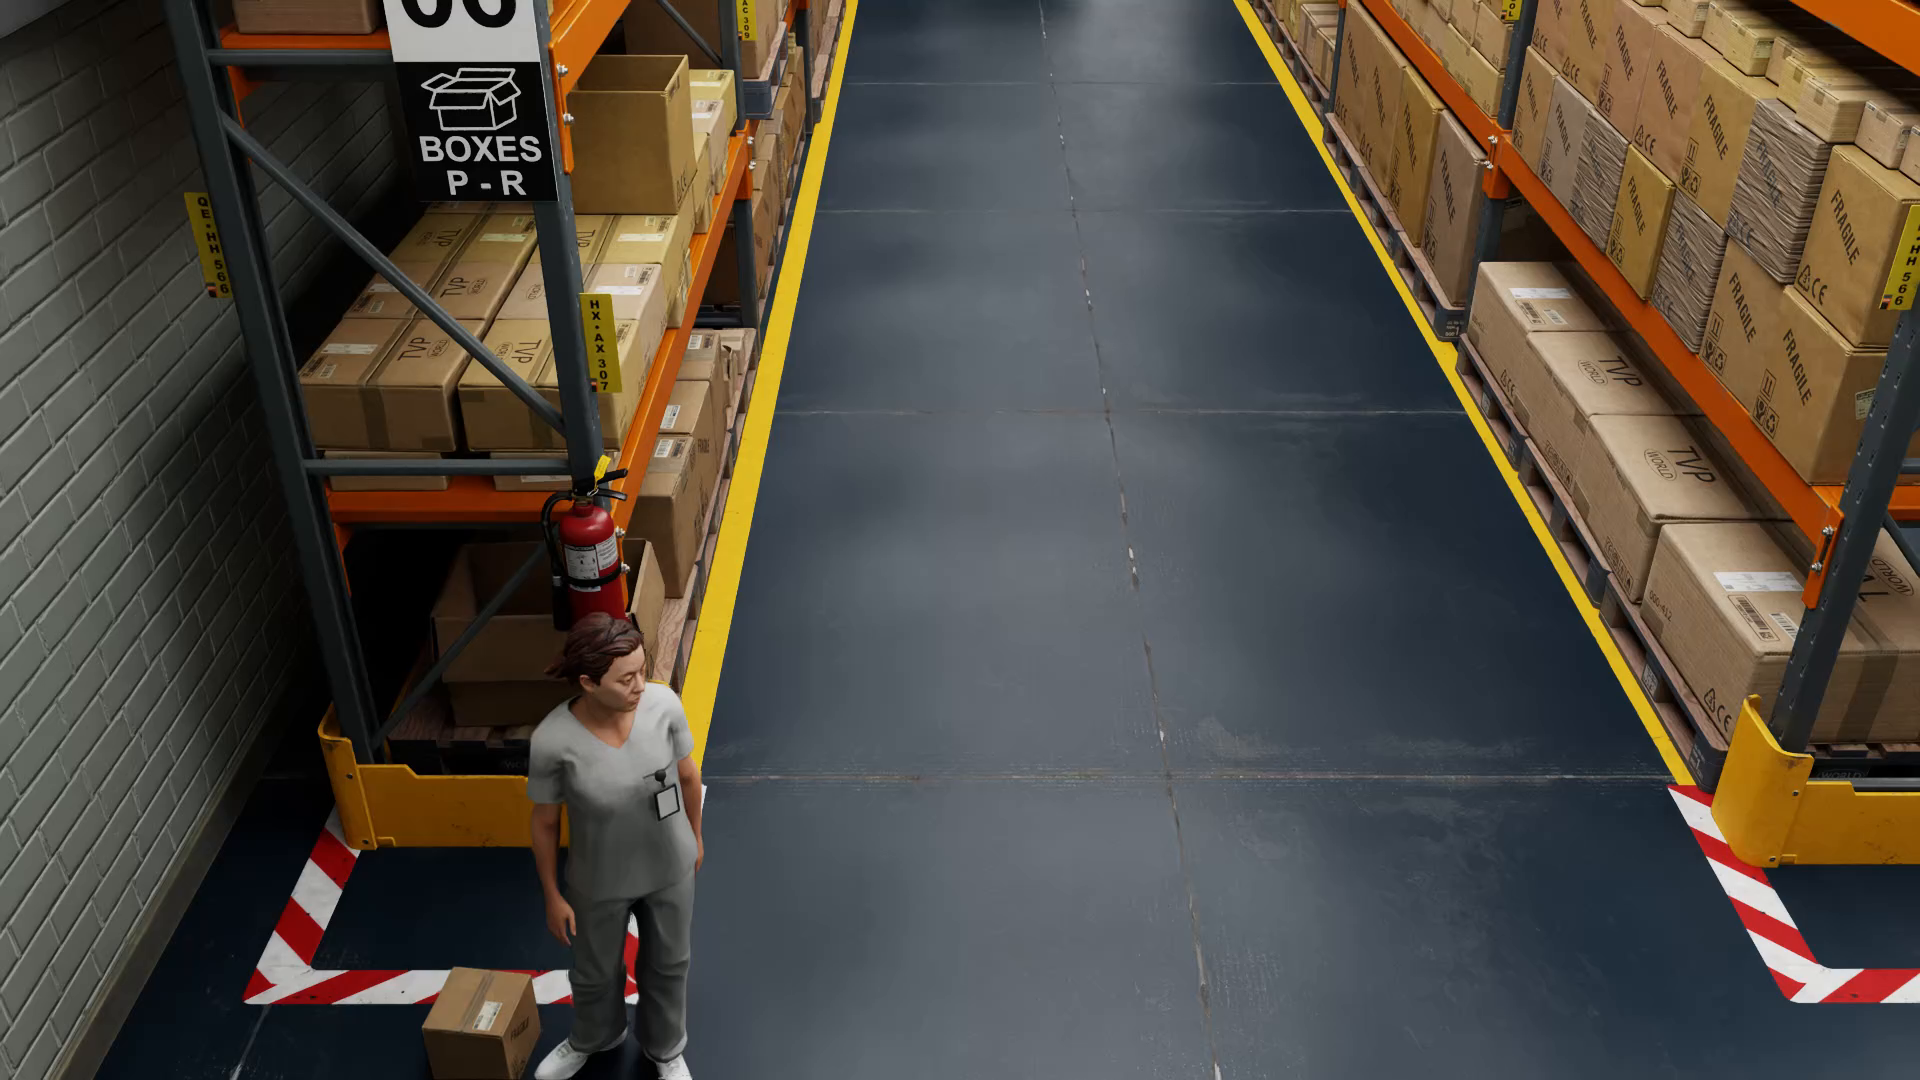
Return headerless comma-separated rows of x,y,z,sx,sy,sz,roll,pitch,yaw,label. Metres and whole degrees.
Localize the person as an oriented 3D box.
-0.985,0.909,4.623,0.582,1.673,0.392,-12,34,-19,person
